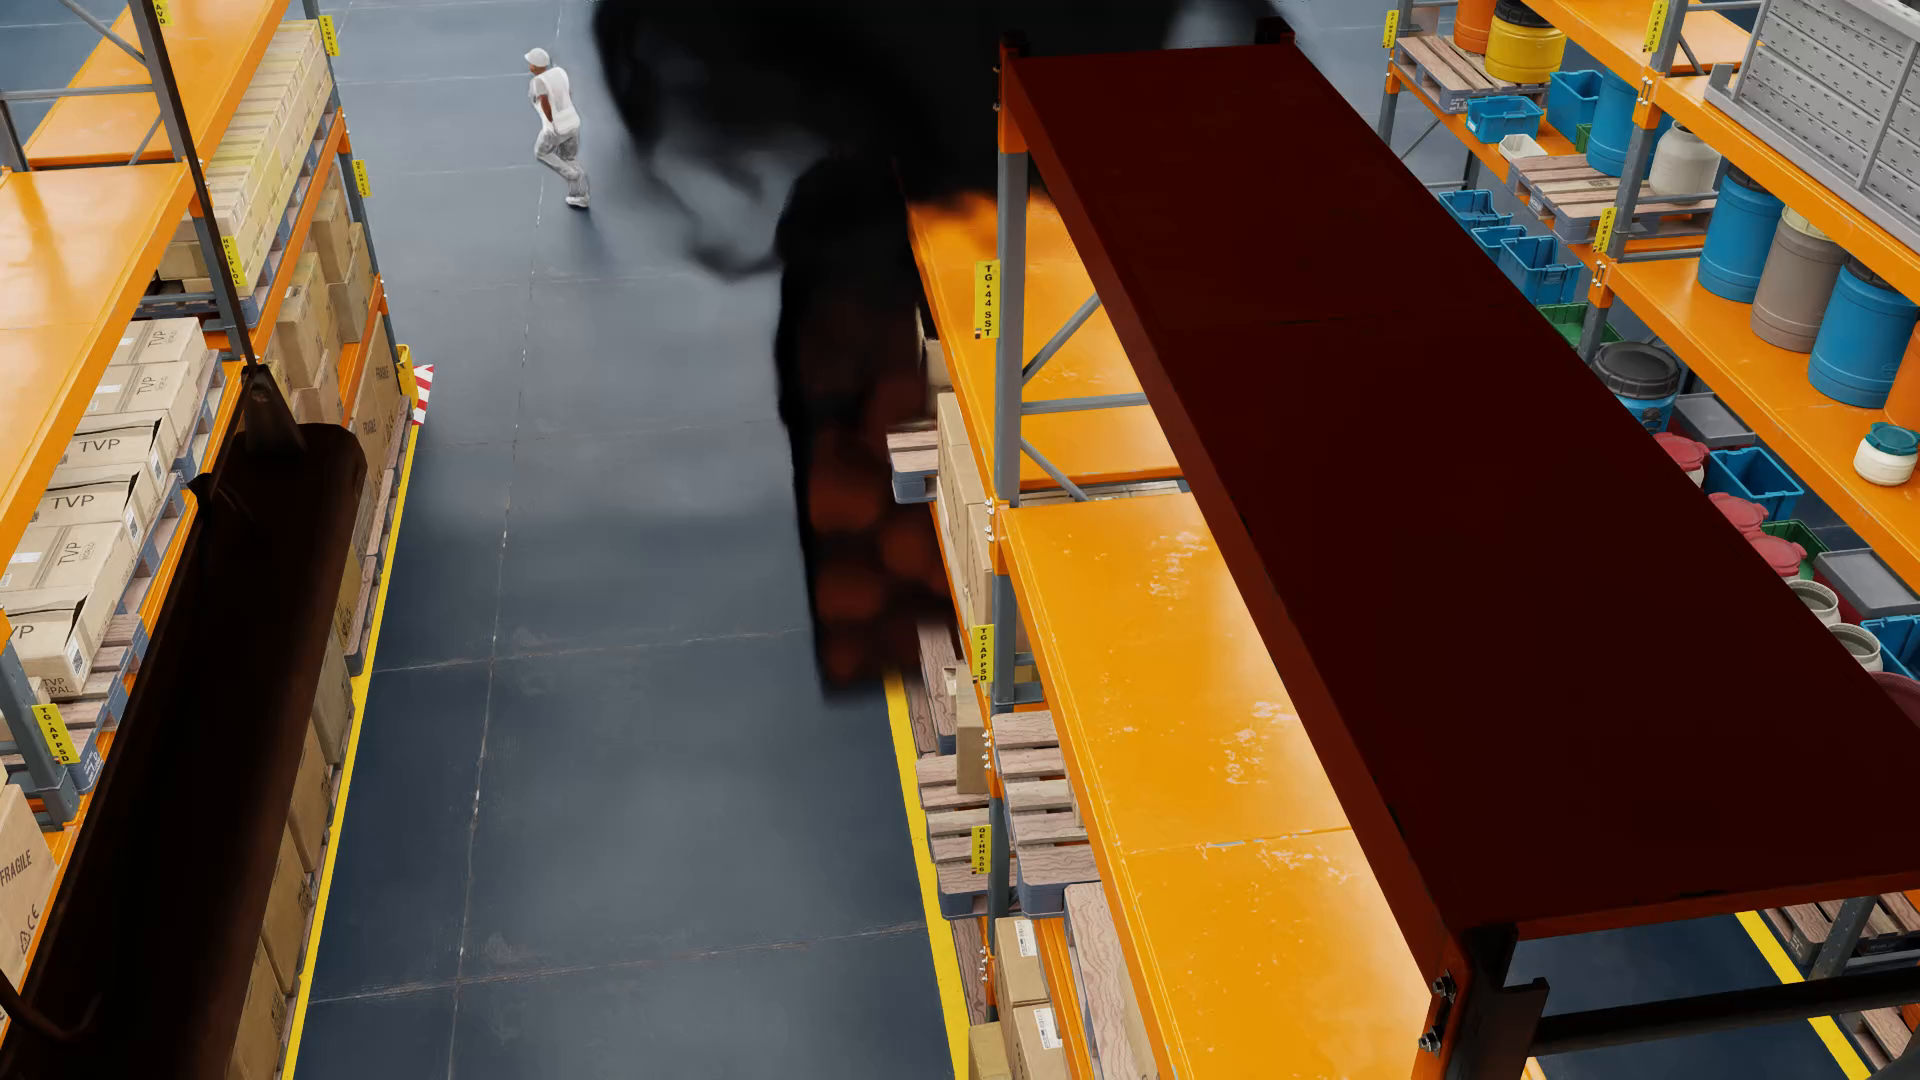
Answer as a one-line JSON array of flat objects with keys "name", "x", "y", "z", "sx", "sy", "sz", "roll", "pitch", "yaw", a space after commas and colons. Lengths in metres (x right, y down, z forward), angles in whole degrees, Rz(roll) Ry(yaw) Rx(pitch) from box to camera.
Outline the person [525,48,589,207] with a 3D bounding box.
[{"name": "person", "x": -4.442, "y": -4.499, "z": 18.117, "sx": 0.742, "sy": 1.707, "sz": 0.667, "roll": 21, "pitch": 41, "yaw": 26}]
